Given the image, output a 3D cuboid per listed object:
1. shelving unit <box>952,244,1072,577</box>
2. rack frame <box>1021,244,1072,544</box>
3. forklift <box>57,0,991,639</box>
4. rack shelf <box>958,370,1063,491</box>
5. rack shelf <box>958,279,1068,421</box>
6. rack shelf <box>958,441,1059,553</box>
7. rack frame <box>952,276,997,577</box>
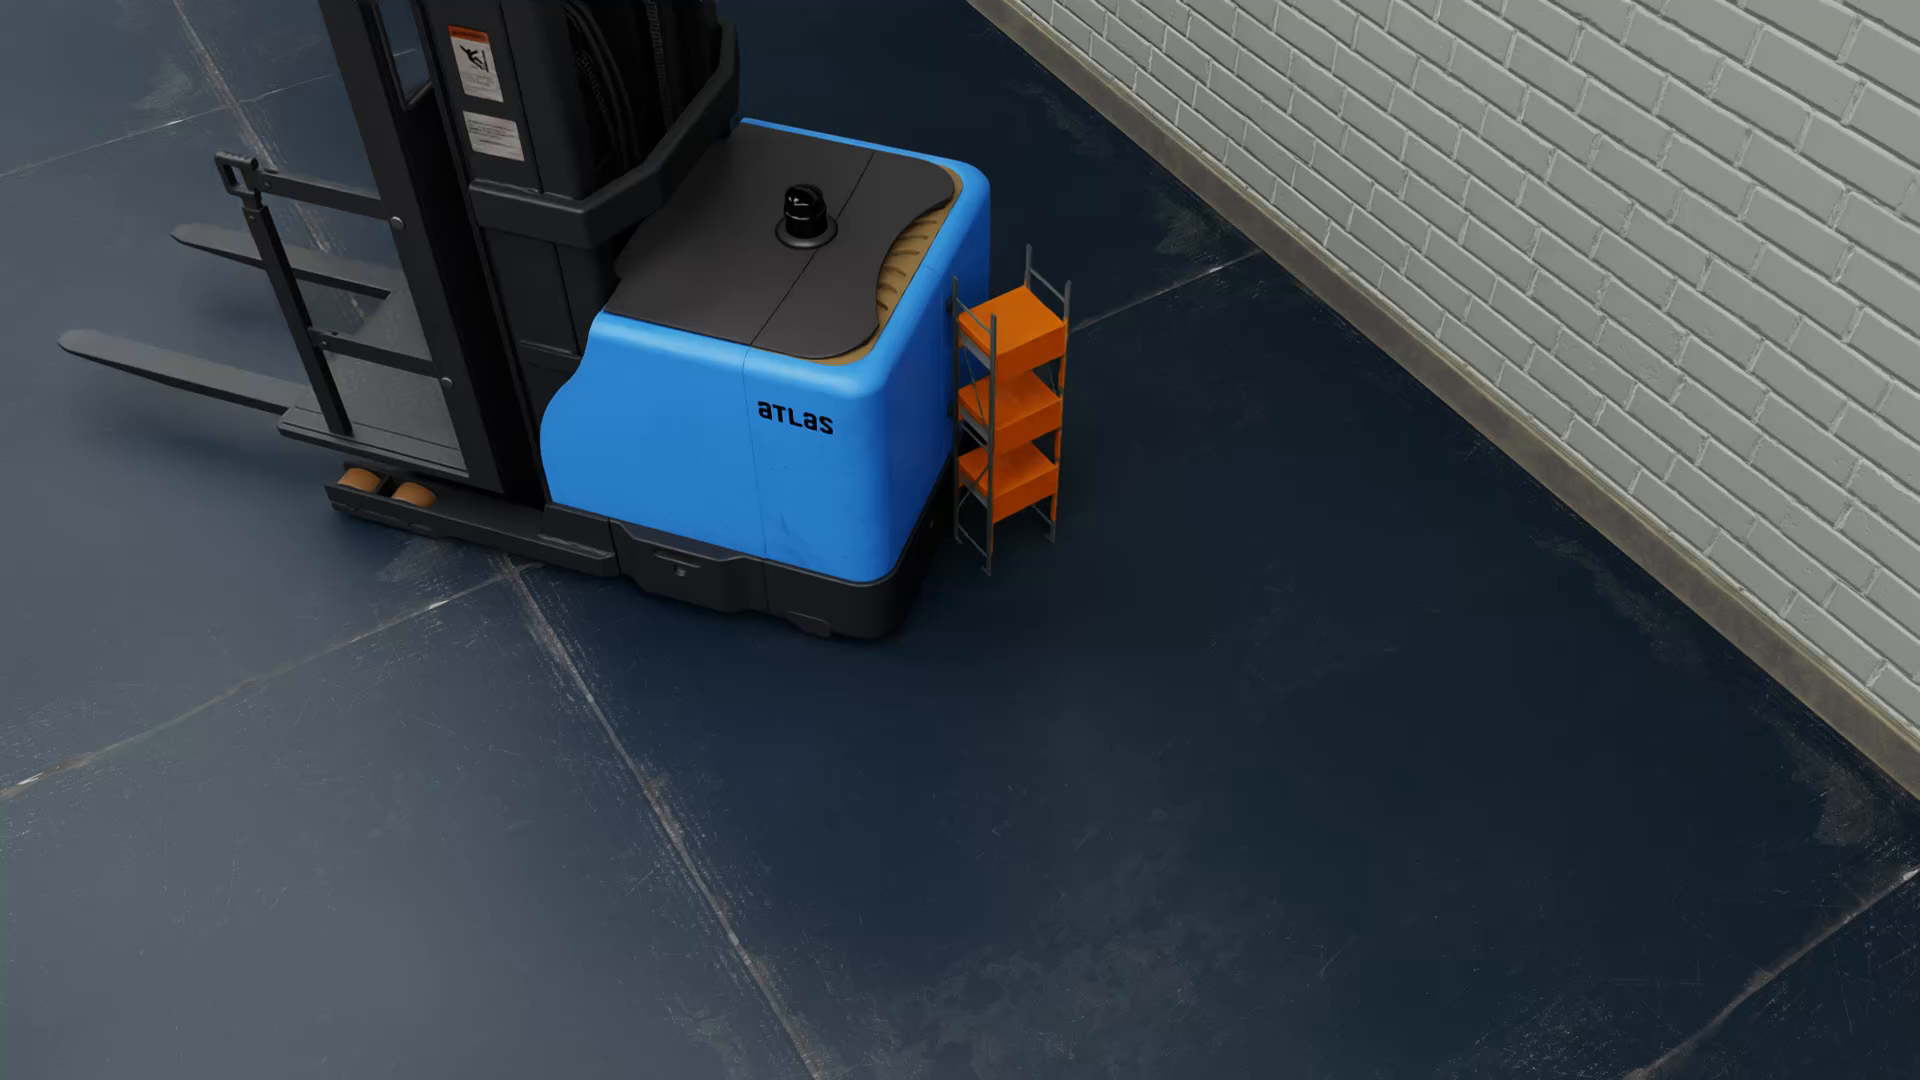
[{"bbox_3d":[0.139,-0.350,4.858,0.252,1.050,0.215,-27,53,-22],"label":"shelving unit"},{"bbox_3d":[0.241,-0.400,4.903,0.008,1.050,0.200,-27,53,-22],"label":"rack frame"},{"bbox_3d":[-1.472,-1.353,4.492,3.031,2.935,1.130,14,50,12],"label":"forklift"},{"bbox_3d":[0.139,-0.343,4.866,0.240,0.259,0.215,-27,53,-22],"label":"rack shelf"},{"bbox_3d":[0.139,-0.531,4.654,0.240,0.259,0.215,-27,53,-22],"label":"rack shelf"},{"bbox_3d":[0.139,-0.158,5.074,0.240,0.259,0.215,-27,53,-22],"label":"rack shelf"},{"bbox_3d":[0.038,-0.299,4.813,0.008,1.050,0.200,-27,53,-22],"label":"rack frame"}]
